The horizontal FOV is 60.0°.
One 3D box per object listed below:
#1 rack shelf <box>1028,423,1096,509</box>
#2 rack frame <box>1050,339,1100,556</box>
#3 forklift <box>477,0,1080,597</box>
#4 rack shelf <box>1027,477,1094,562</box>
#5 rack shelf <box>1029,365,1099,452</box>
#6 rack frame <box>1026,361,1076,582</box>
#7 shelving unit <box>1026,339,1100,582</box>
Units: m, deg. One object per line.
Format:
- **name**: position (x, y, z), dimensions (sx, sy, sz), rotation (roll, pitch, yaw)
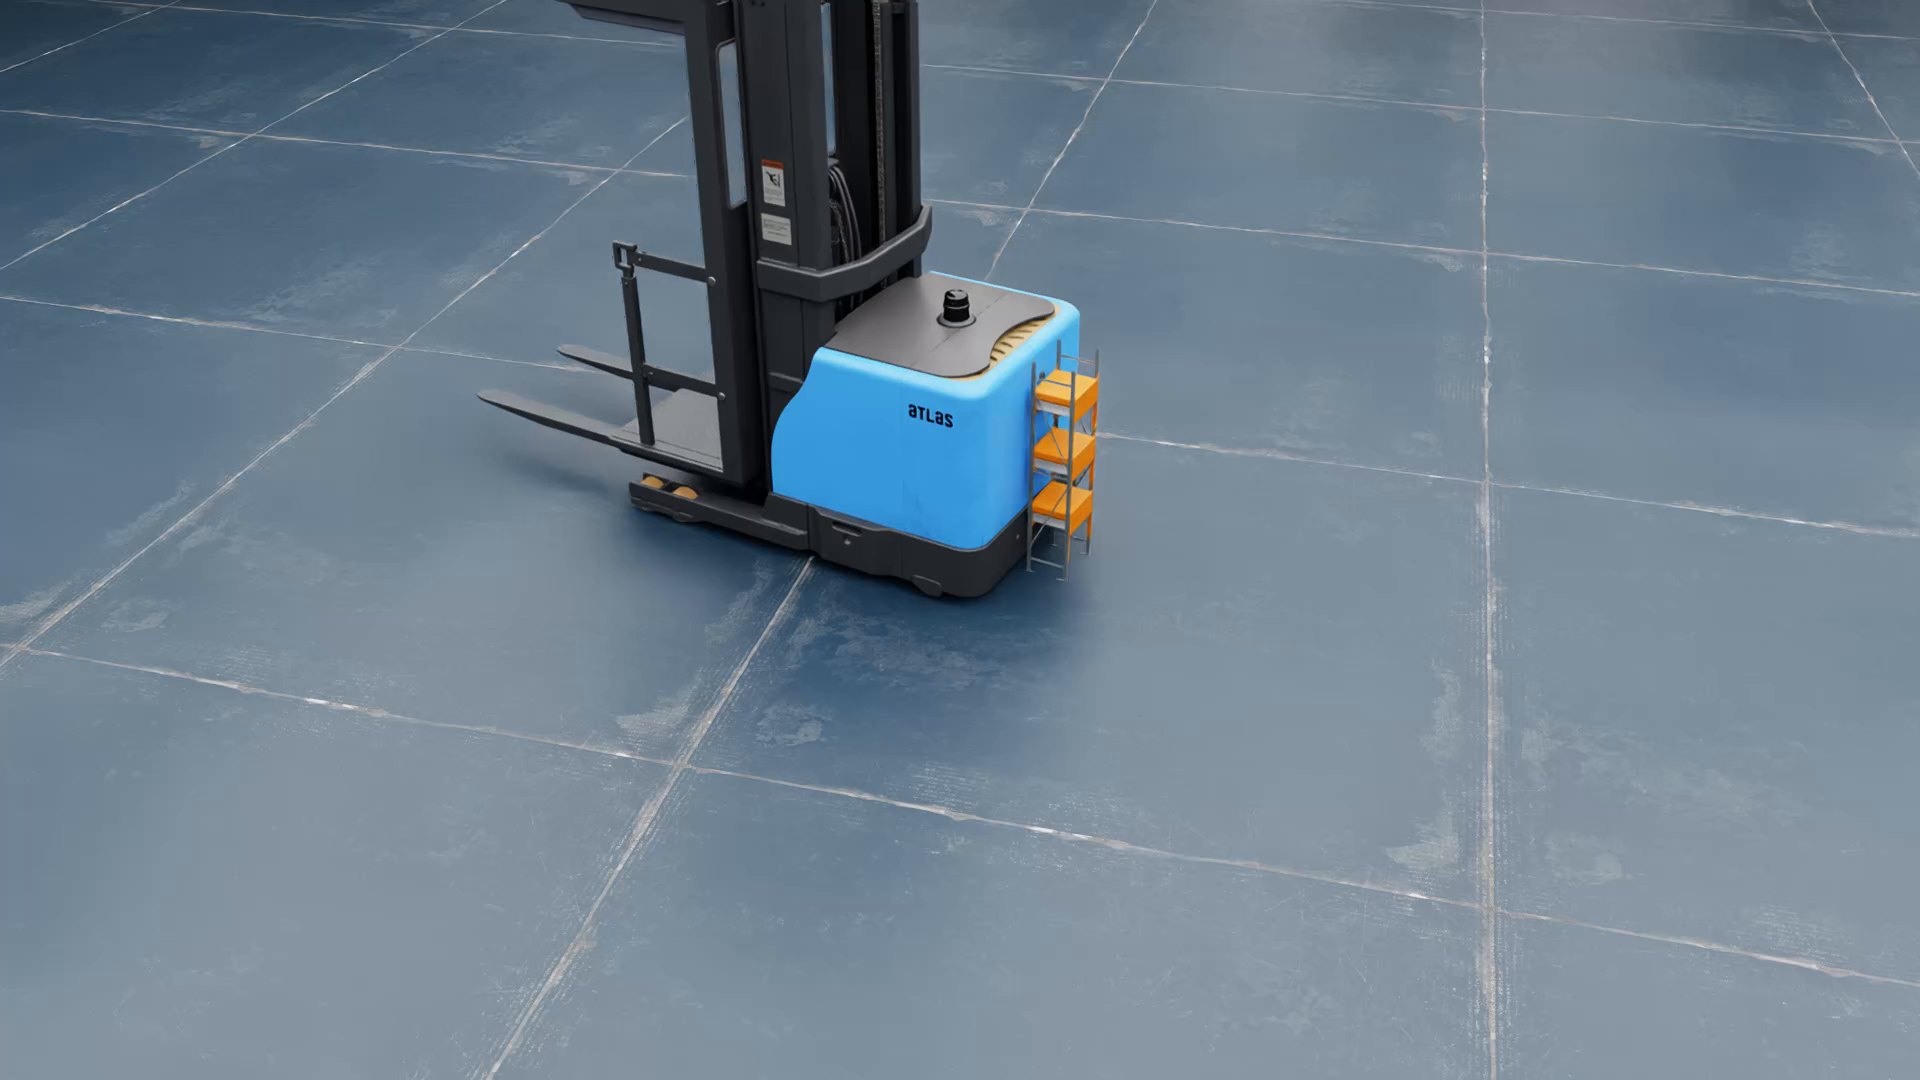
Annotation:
- **rack shelf**: position (0.449, -0.328, 7.307), dimensions (0.215, 0.259, 0.240), rotation (16, 36, 24)
- **rack frame**: position (0.507, -0.395, 7.392), dimensions (0.200, 1.050, 0.008), rotation (16, 36, 24)
- **forklift**: position (-0.990, -1.548, 7.453), dimensions (3.031, 2.935, 1.130), rotation (17, 36, 24)
- **rack shelf**: position (0.449, -0.094, 7.456), dimensions (0.215, 0.259, 0.240), rotation (16, 36, 24)
- **rack shelf**: position (0.449, -0.568, 7.155), dimensions (0.215, 0.259, 0.240), rotation (16, 36, 24)
- **rack frame**: position (0.390, -0.279, 7.211), dimensions (0.200, 1.050, 0.008), rotation (16, 36, 24)
- **shelving unit**: position (0.449, -0.337, 7.302), dimensions (0.215, 1.050, 0.252), rotation (16, 36, 24)
